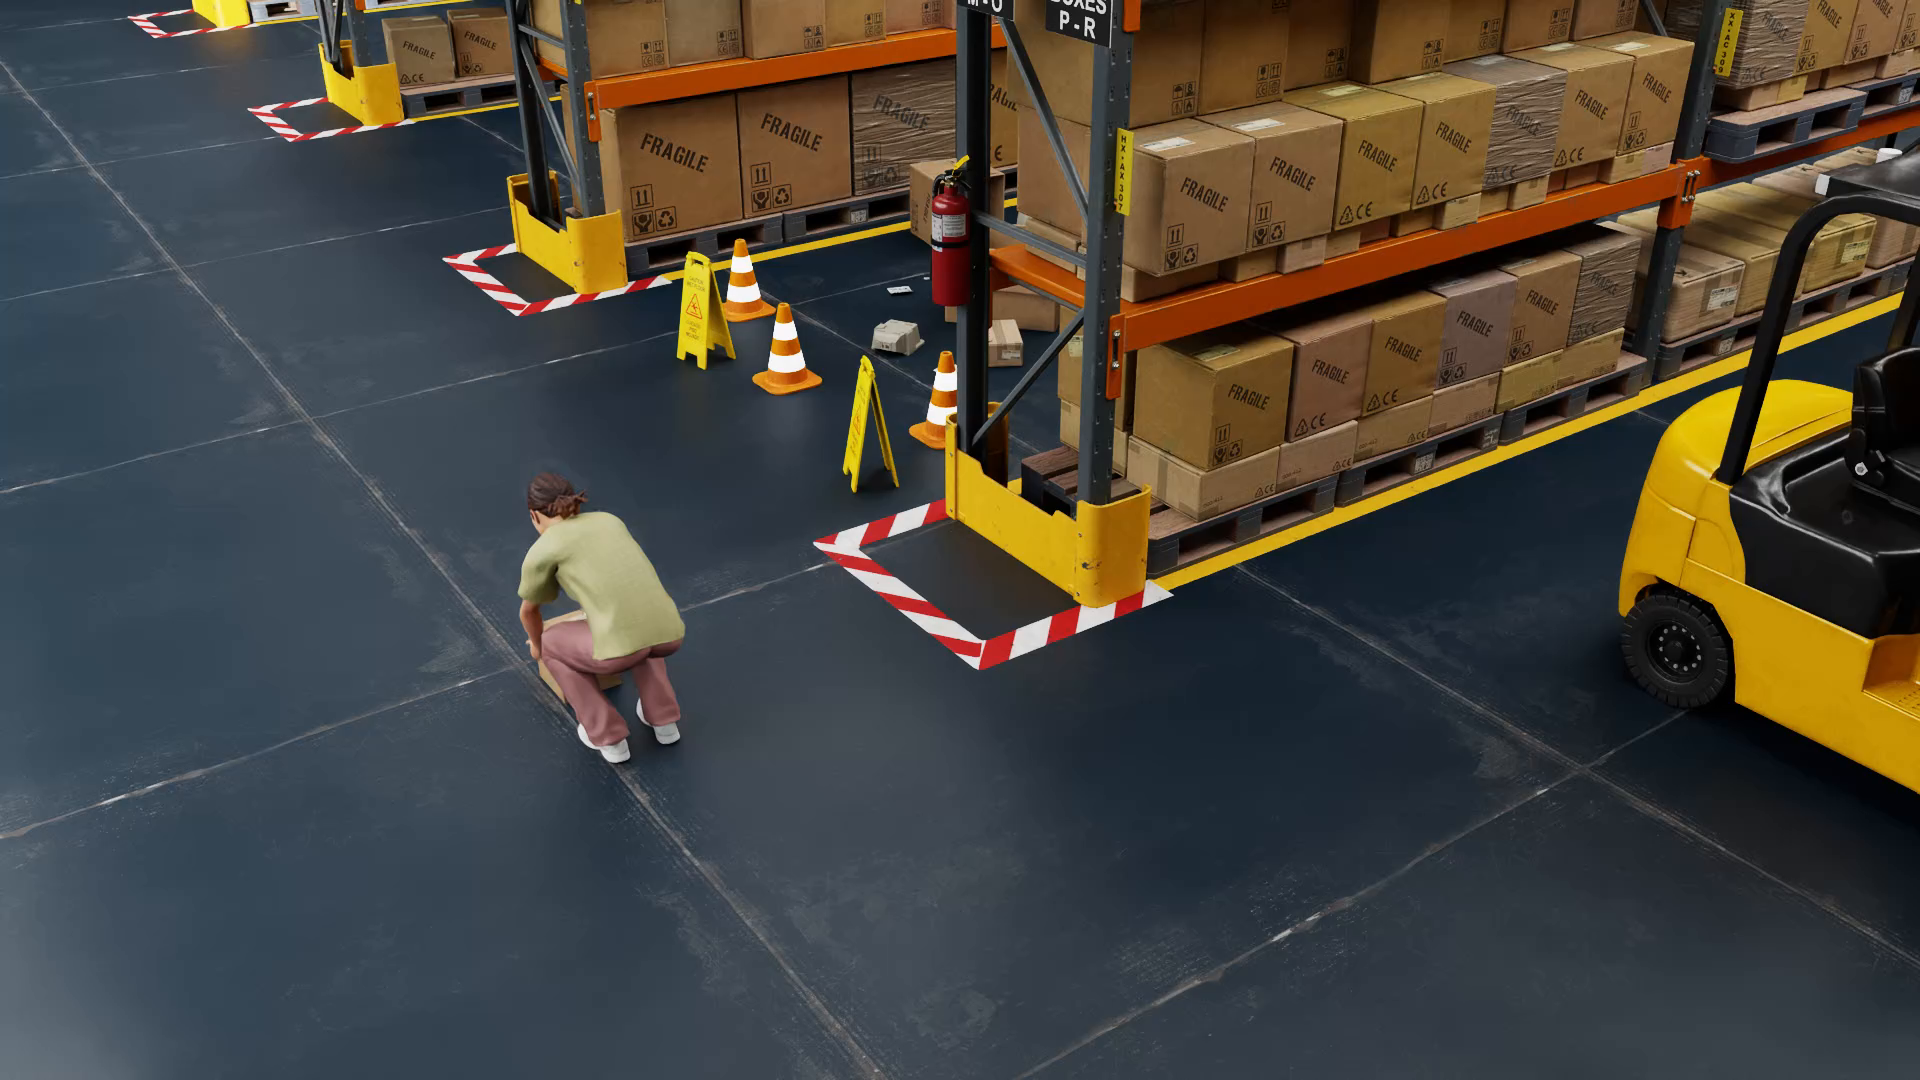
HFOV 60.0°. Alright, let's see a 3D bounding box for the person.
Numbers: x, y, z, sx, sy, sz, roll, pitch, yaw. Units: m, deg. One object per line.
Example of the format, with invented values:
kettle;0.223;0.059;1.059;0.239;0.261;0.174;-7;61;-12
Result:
person;-1.366;0.323;6.305;0.496;0.939;0.783;-19;34;-31
